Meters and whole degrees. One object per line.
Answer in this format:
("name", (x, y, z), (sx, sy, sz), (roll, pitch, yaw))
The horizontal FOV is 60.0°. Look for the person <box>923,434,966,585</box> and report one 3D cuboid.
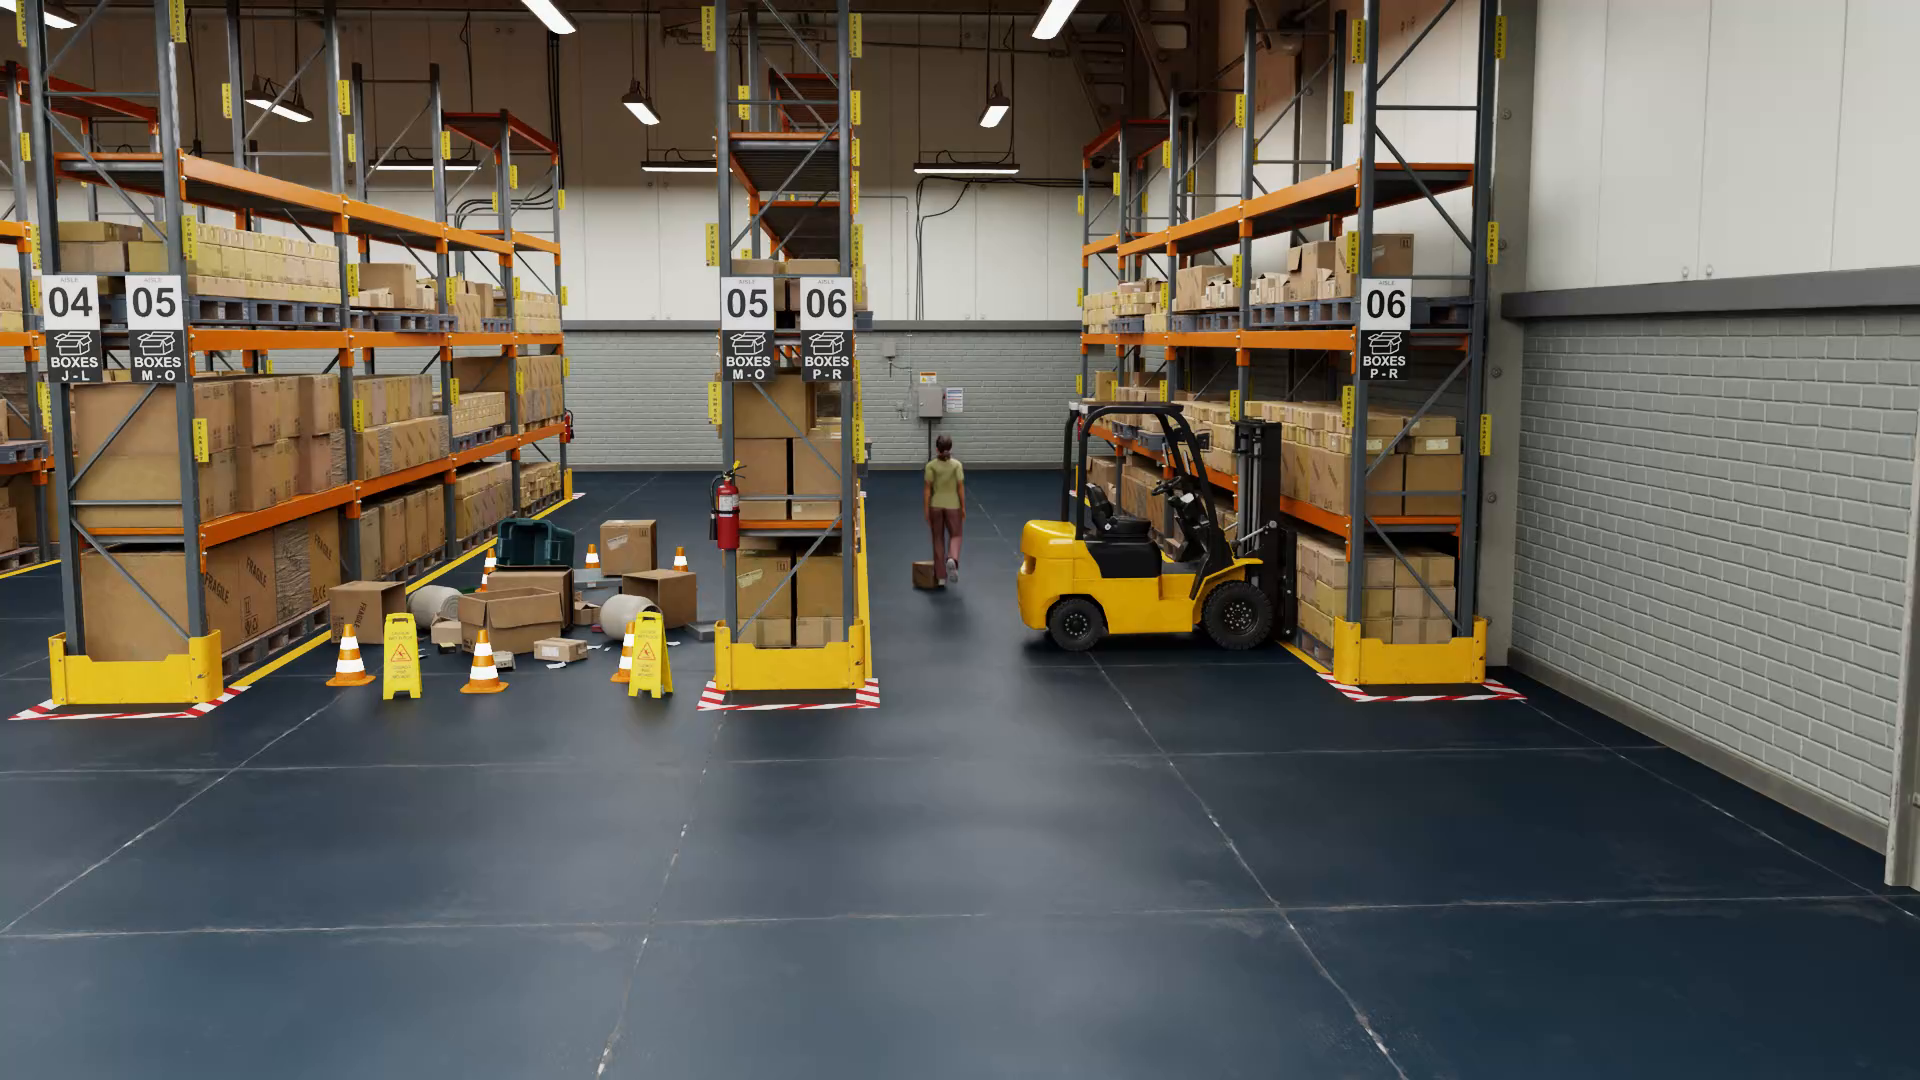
("person", (-0.168, -0.326, 18.222), (0.467, 1.662, 0.532), (0, 7, -1))
